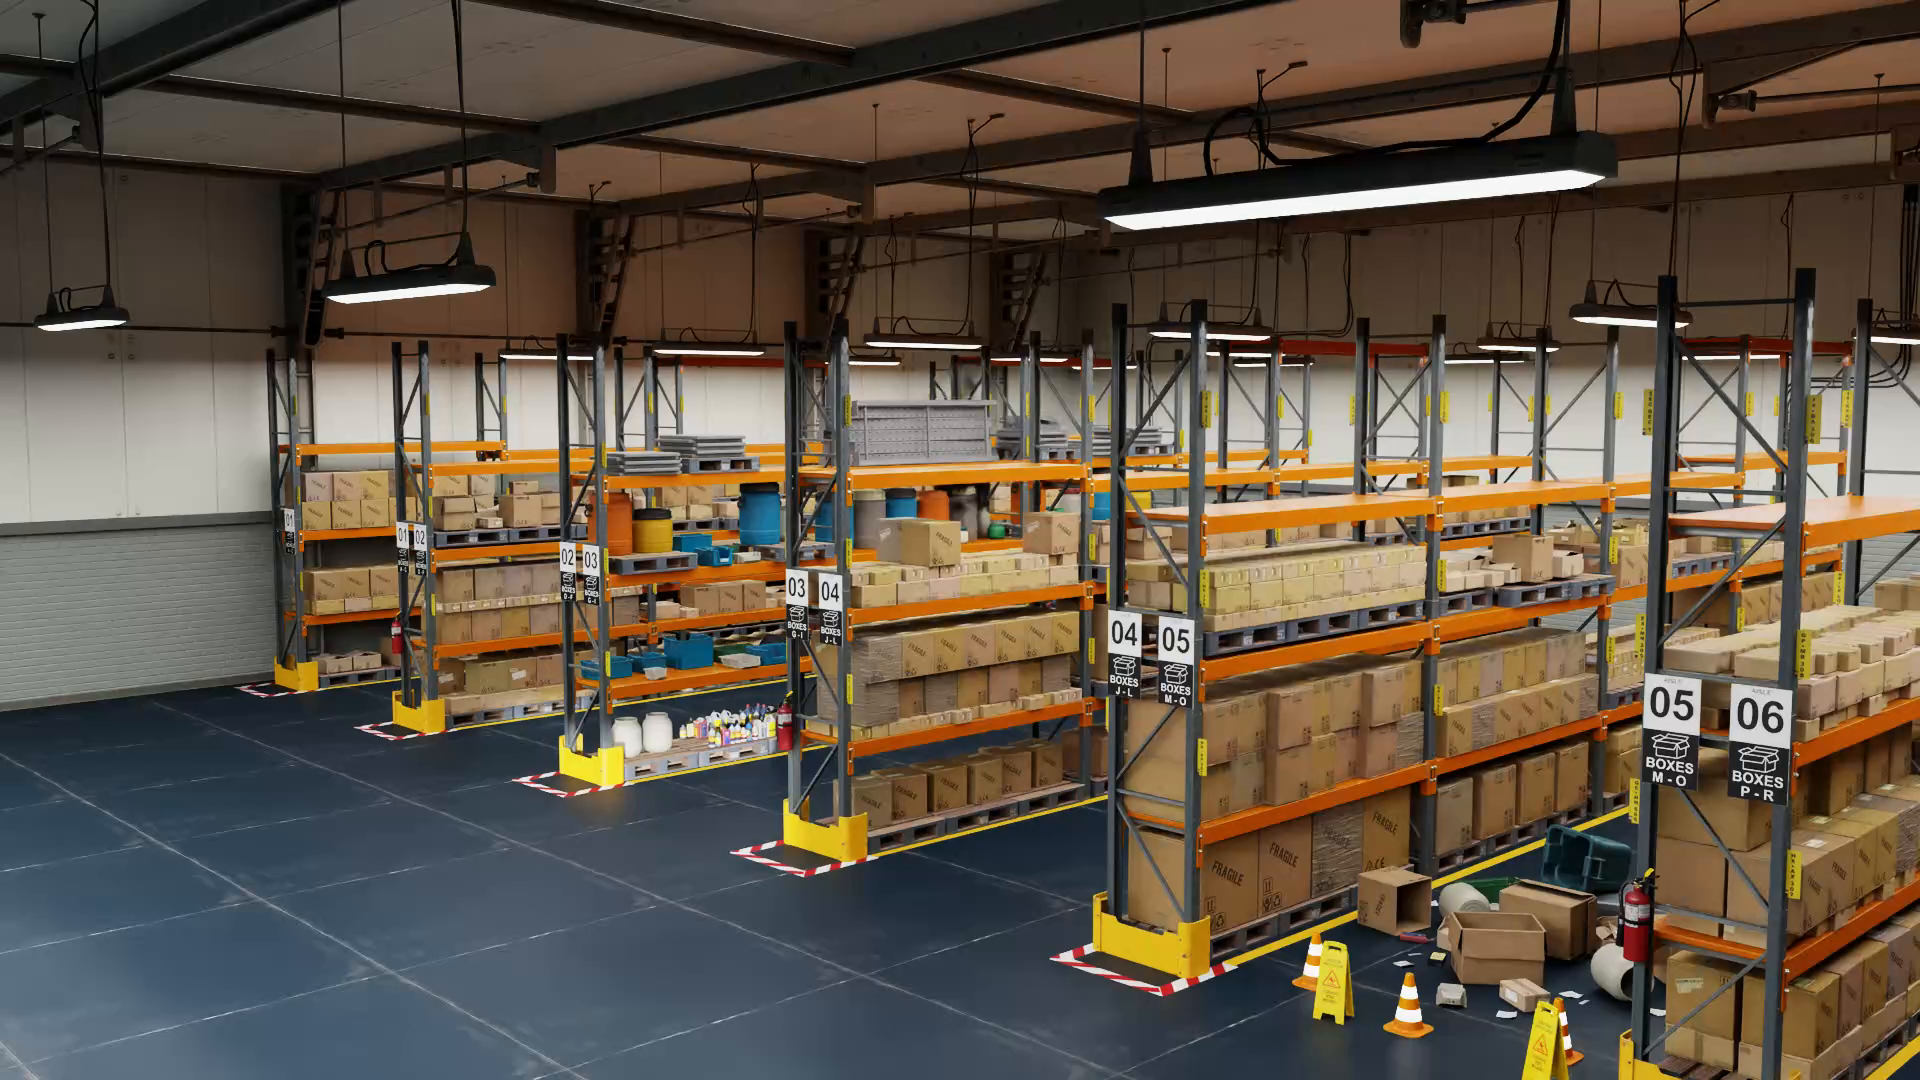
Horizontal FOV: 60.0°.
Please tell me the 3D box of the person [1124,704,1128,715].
[{"bbox_3d":[2.666,2.157,25.061,0.669,1.684,0.760,4,7,41],"label":"person"}]
